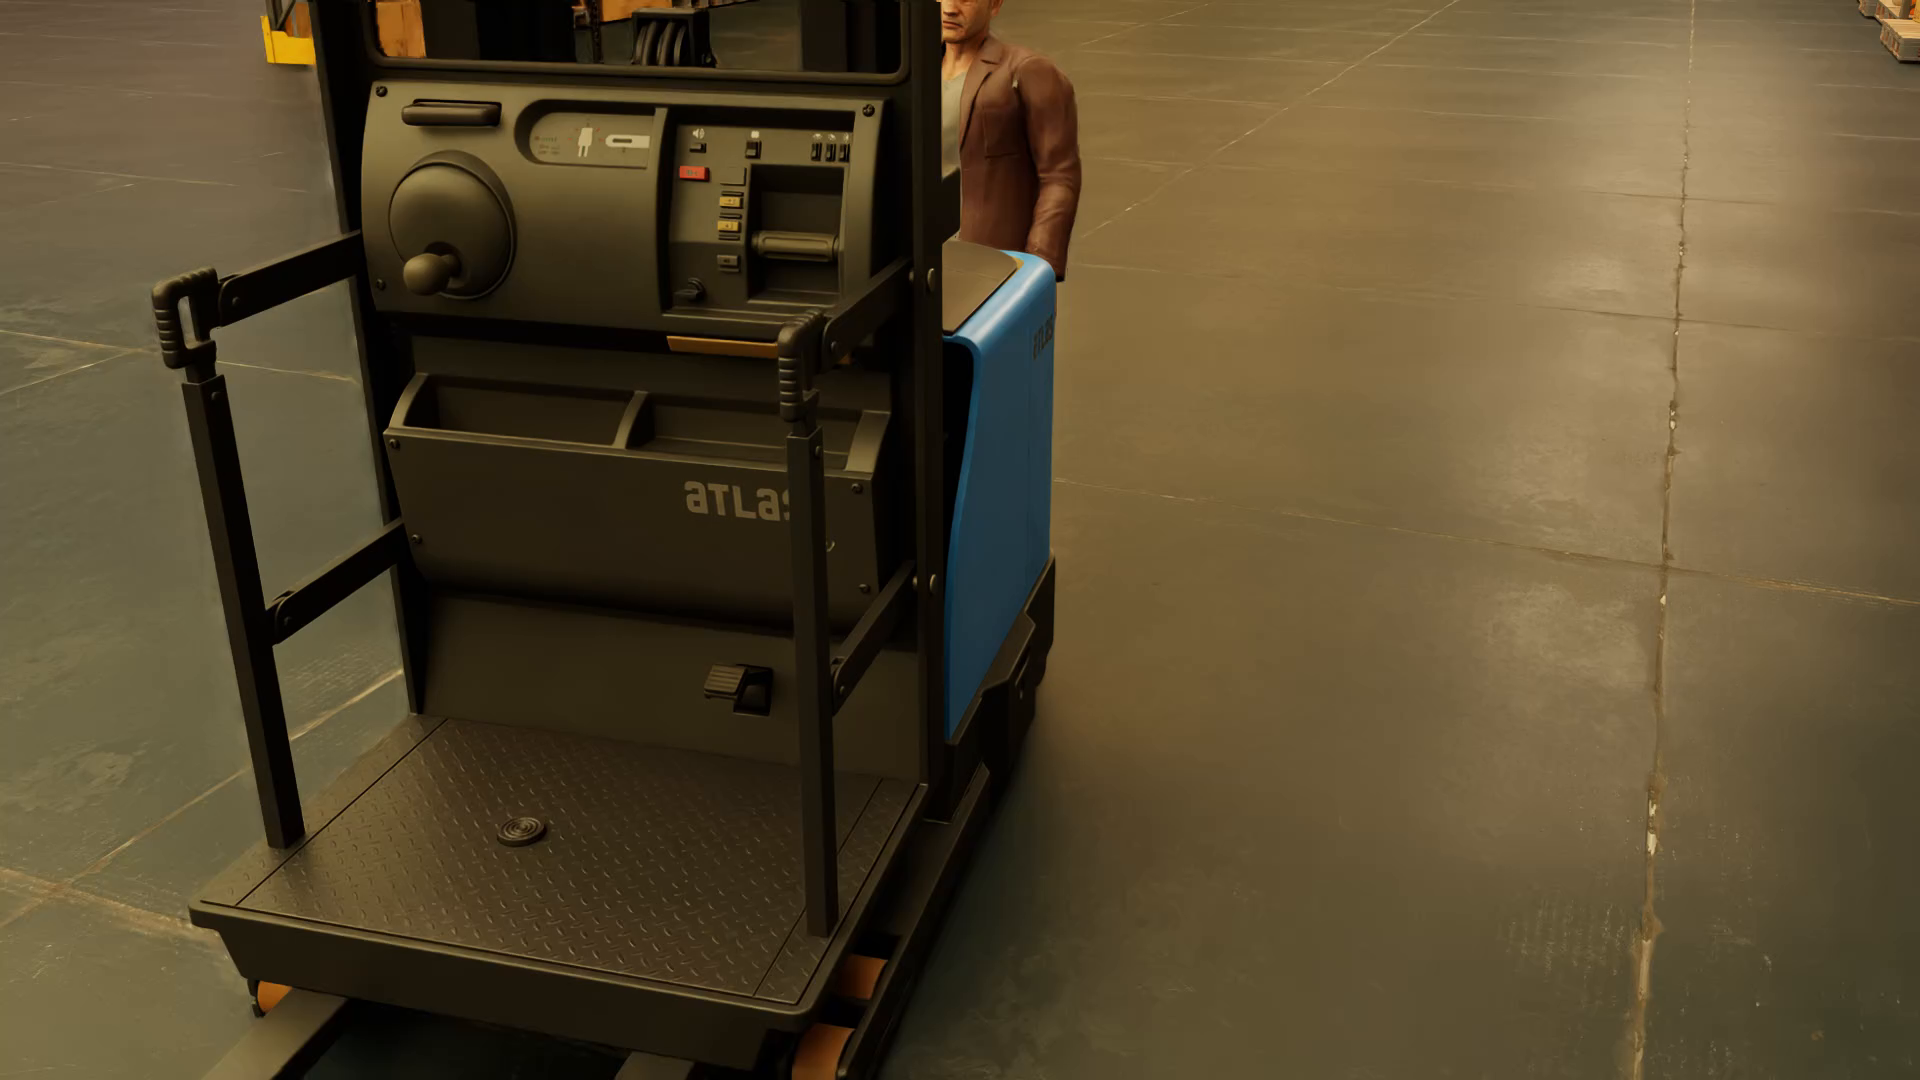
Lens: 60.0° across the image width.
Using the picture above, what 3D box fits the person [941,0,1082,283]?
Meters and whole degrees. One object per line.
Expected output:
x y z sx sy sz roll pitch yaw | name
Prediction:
-0.090 -0.700 4.542 0.758 1.735 0.690 13 26 29 | person

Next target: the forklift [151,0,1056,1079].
-0.631 -0.545 2.597 1.130 2.935 3.031 6 23 14 | forklift
